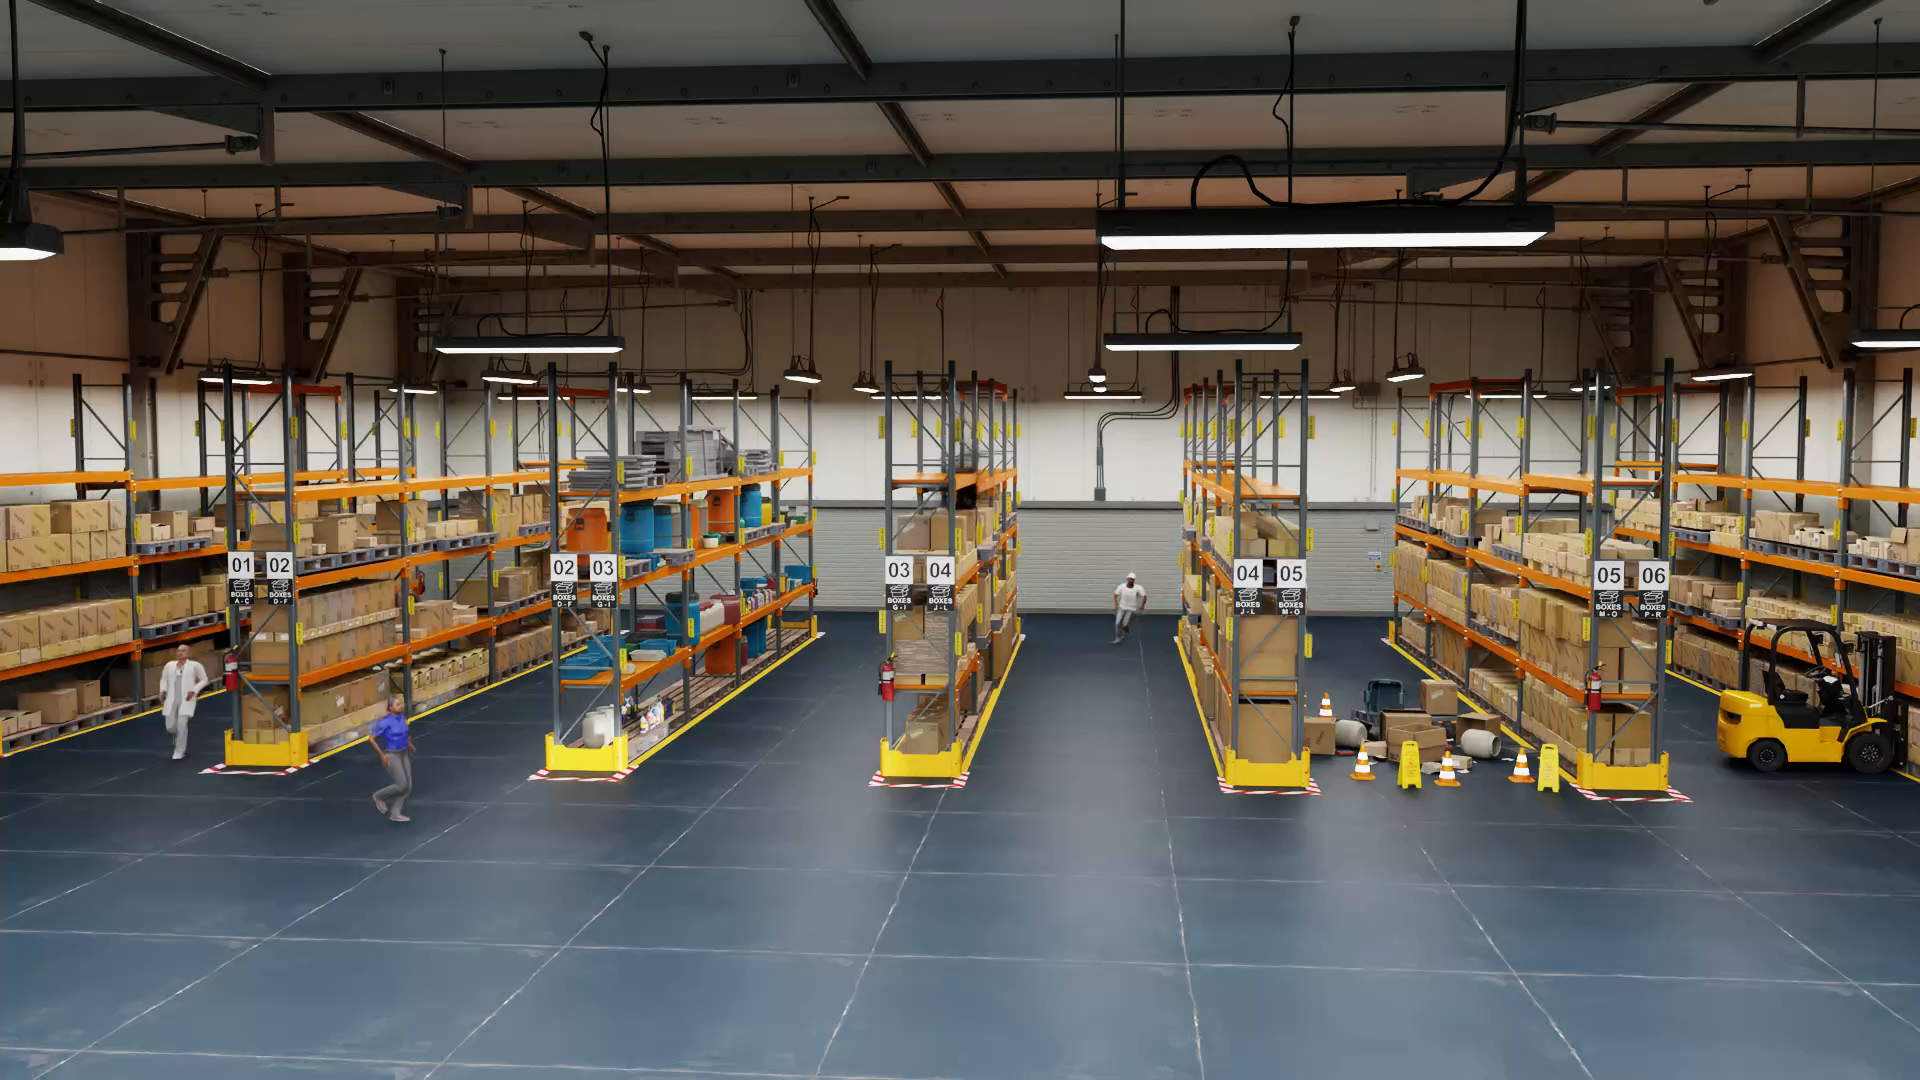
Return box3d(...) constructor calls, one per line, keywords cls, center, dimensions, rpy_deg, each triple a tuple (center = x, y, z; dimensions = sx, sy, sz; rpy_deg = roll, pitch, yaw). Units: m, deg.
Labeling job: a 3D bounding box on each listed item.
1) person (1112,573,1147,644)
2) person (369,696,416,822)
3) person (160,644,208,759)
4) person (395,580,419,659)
box3d(cls="person", center=(3.962, 1.604, 39.031), dimensions=(0.777, 1.675, 0.535), rpy_deg=(1, 4, 20))
box3d(cls="person", center=(-7.218, 2.800, 21.272), dimensions=(0.566, 1.608, 0.588), rpy_deg=(1, 4, 19))
box3d(cls="person", center=(-11.942, 2.466, 25.561), dimensions=(0.704, 1.726, 0.712), rpy_deg=(0, 4, -8))
box3d(cls="person", center=(-12.212, 1.736, 36.449), dimensions=(0.689, 1.730, 0.632), rpy_deg=(0, 4, 1))
